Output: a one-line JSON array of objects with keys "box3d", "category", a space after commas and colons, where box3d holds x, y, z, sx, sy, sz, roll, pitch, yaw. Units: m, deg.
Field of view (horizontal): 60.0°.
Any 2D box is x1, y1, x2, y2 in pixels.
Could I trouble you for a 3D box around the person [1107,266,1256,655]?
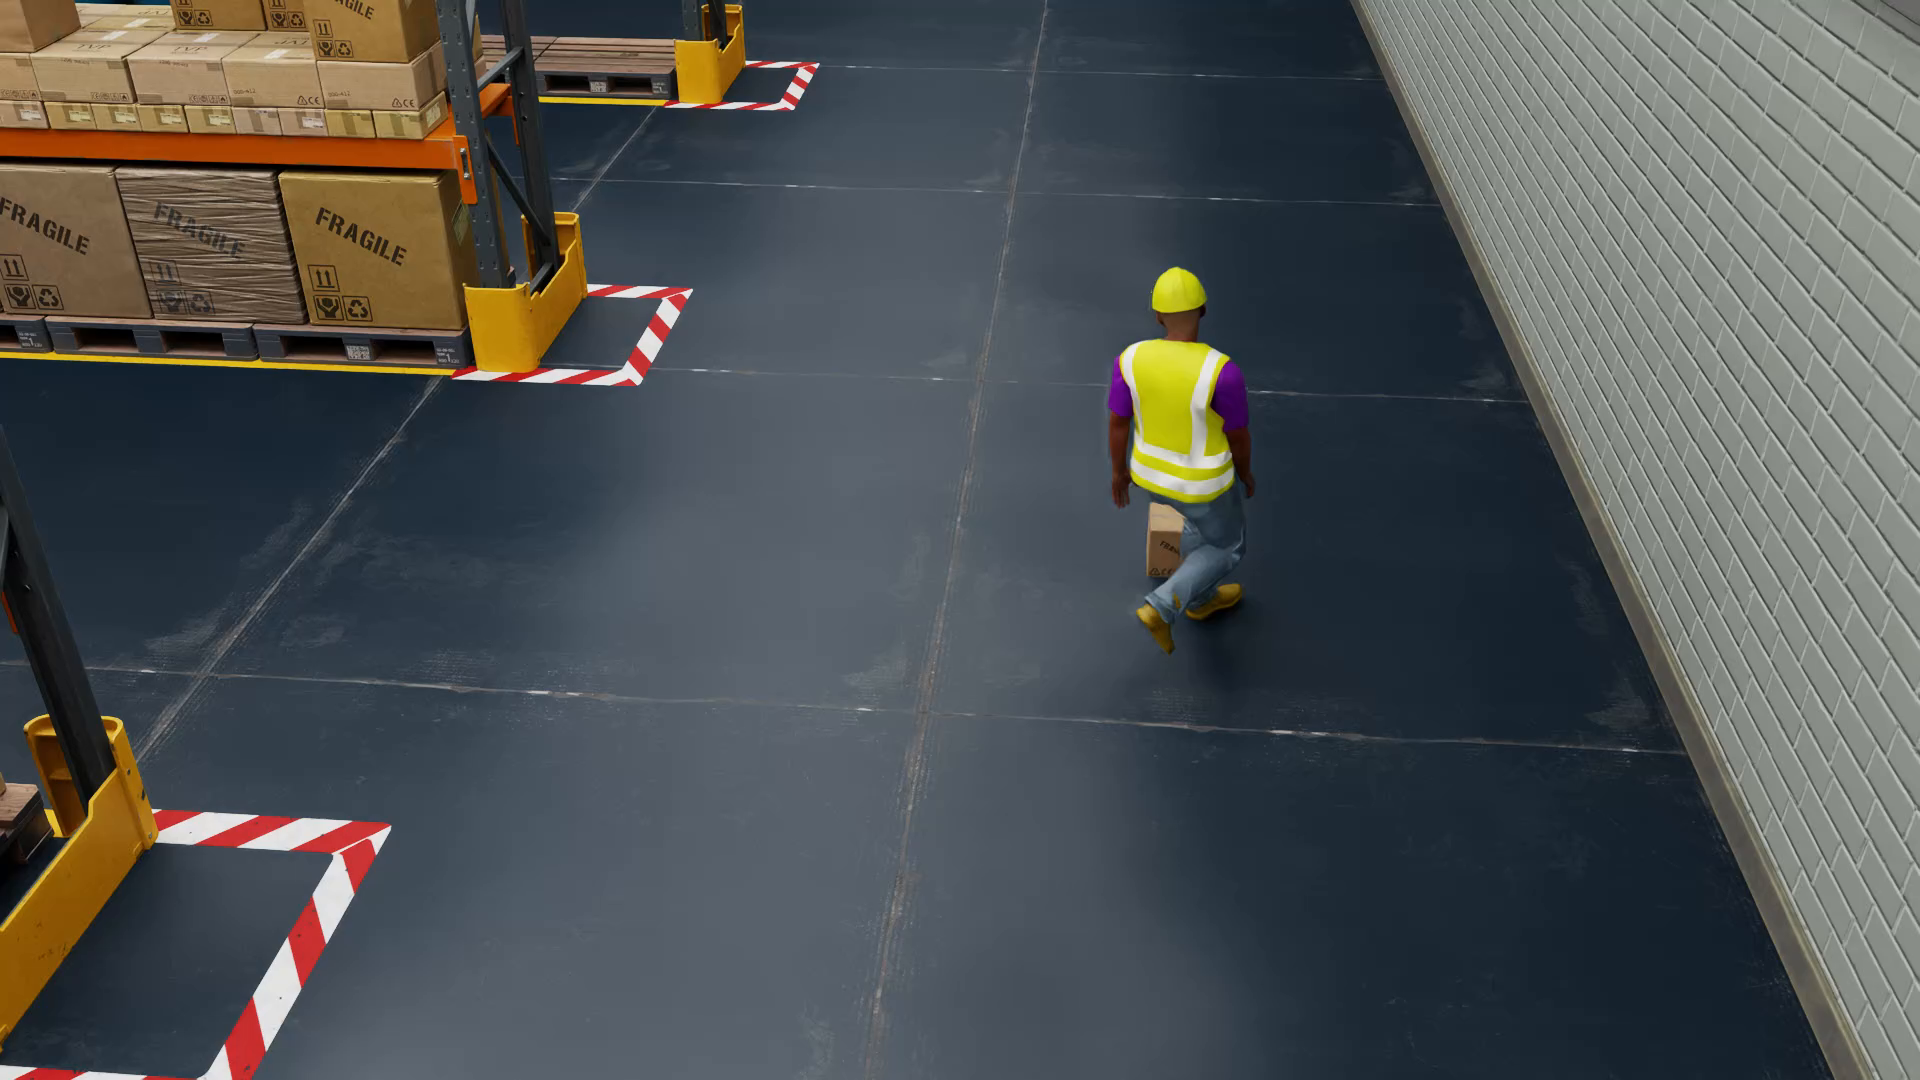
[{"box3d": [0.932, -0.325, 6.724, 0.561, 1.675, 0.801, 24, 39, 33], "category": "person"}]
